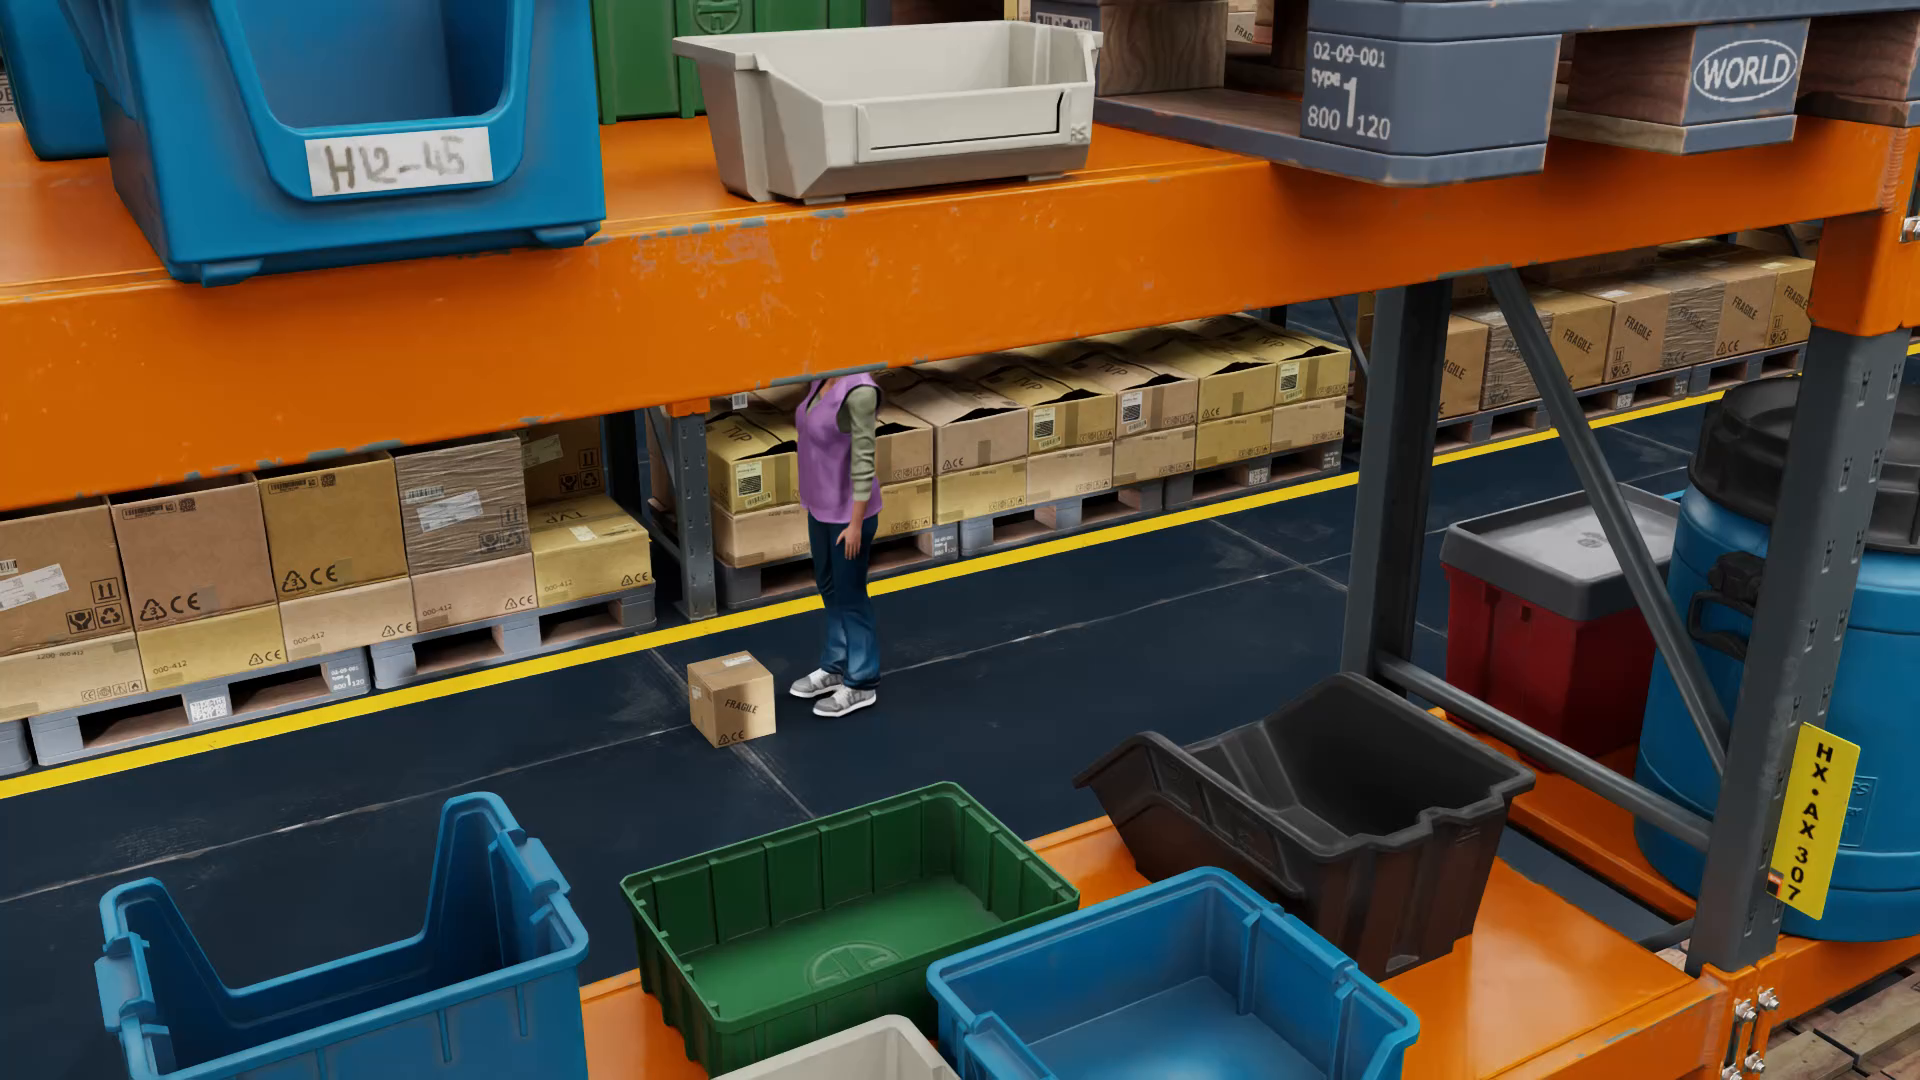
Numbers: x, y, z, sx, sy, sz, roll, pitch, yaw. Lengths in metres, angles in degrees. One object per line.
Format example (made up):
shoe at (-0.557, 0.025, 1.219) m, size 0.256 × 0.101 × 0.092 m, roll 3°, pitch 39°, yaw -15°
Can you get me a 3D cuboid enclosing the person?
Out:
person at (-0.454, -0.091, 6.324) m, size 0.306 × 1.602 × 0.407 m, roll -10°, pitch 24°, yaw -24°
